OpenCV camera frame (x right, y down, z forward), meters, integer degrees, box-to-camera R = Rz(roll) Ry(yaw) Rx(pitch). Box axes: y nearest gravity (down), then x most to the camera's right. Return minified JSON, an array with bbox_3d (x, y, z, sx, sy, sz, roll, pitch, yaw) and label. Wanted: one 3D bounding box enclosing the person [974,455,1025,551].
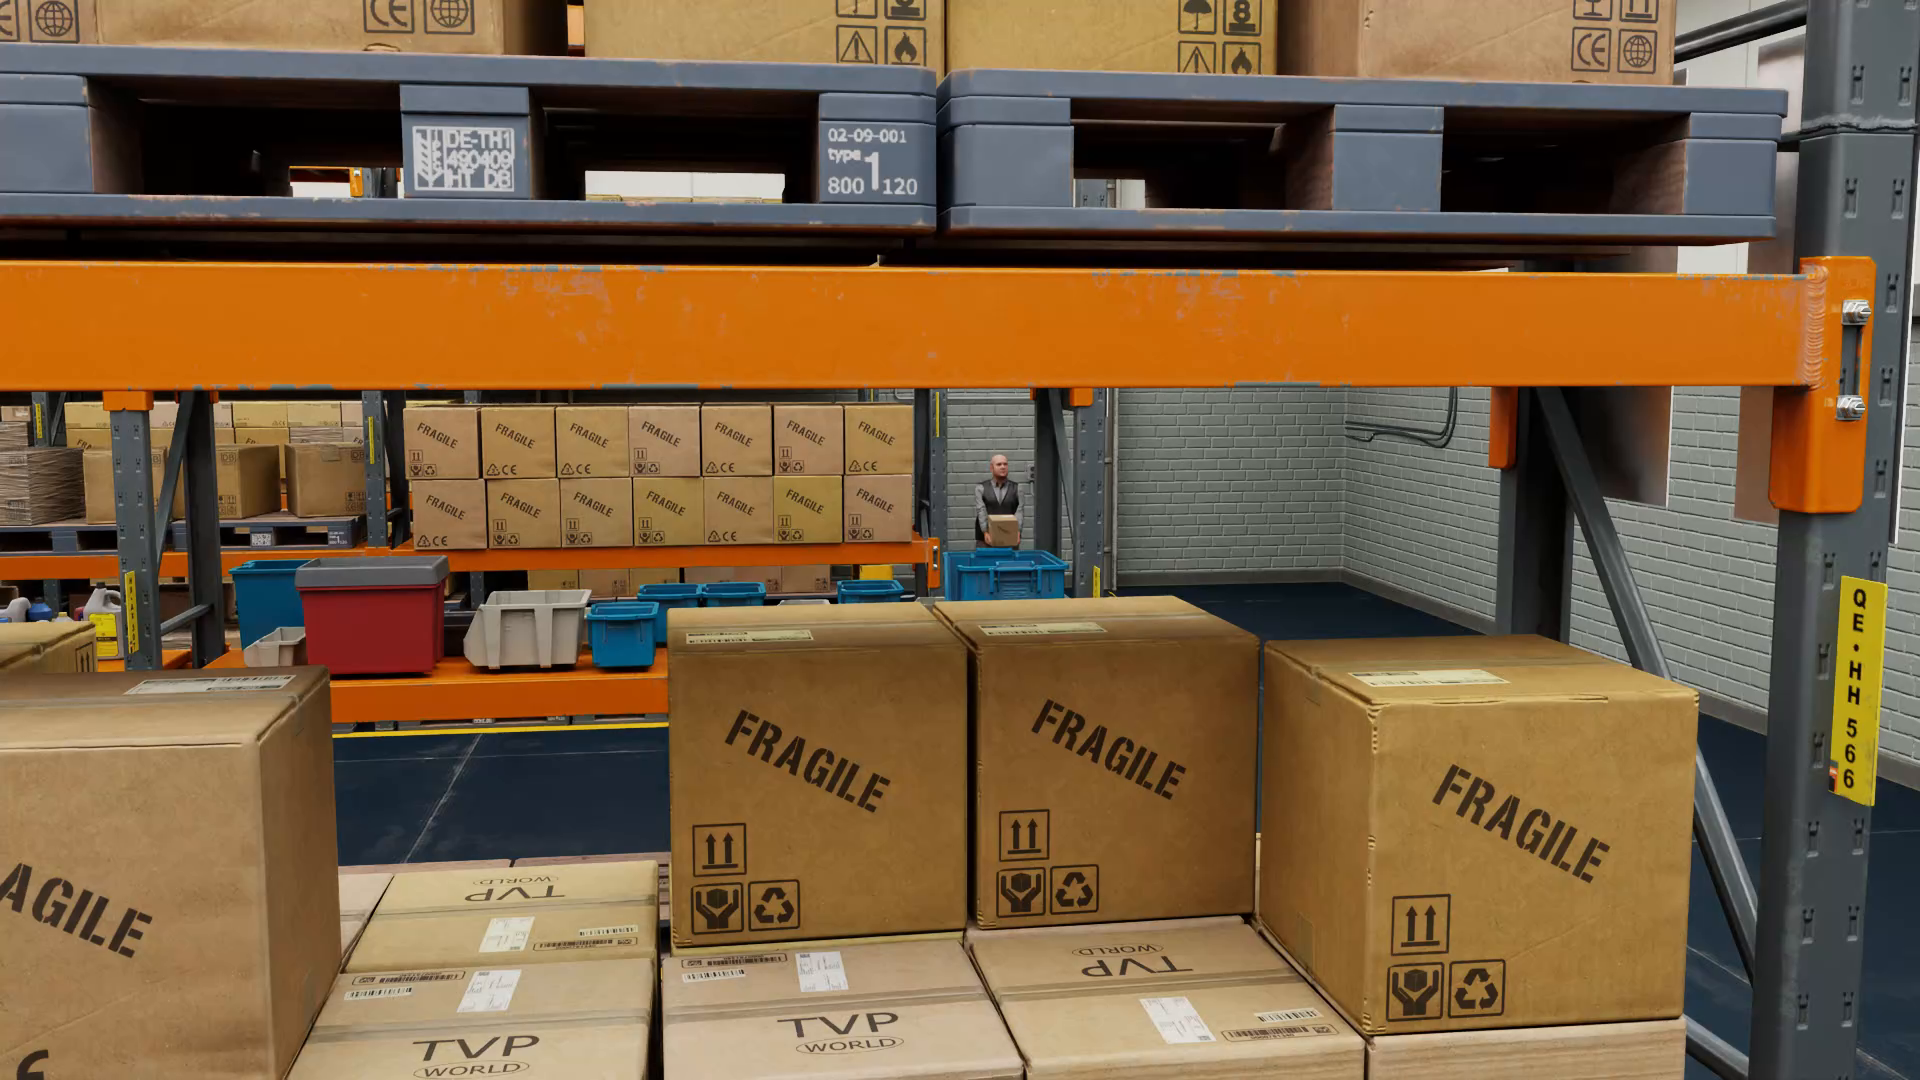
[{"bbox_3d":[0.395,0.052,15.905,0.494,1.711,0.551,-1,6,-8],"label":"person"}]
